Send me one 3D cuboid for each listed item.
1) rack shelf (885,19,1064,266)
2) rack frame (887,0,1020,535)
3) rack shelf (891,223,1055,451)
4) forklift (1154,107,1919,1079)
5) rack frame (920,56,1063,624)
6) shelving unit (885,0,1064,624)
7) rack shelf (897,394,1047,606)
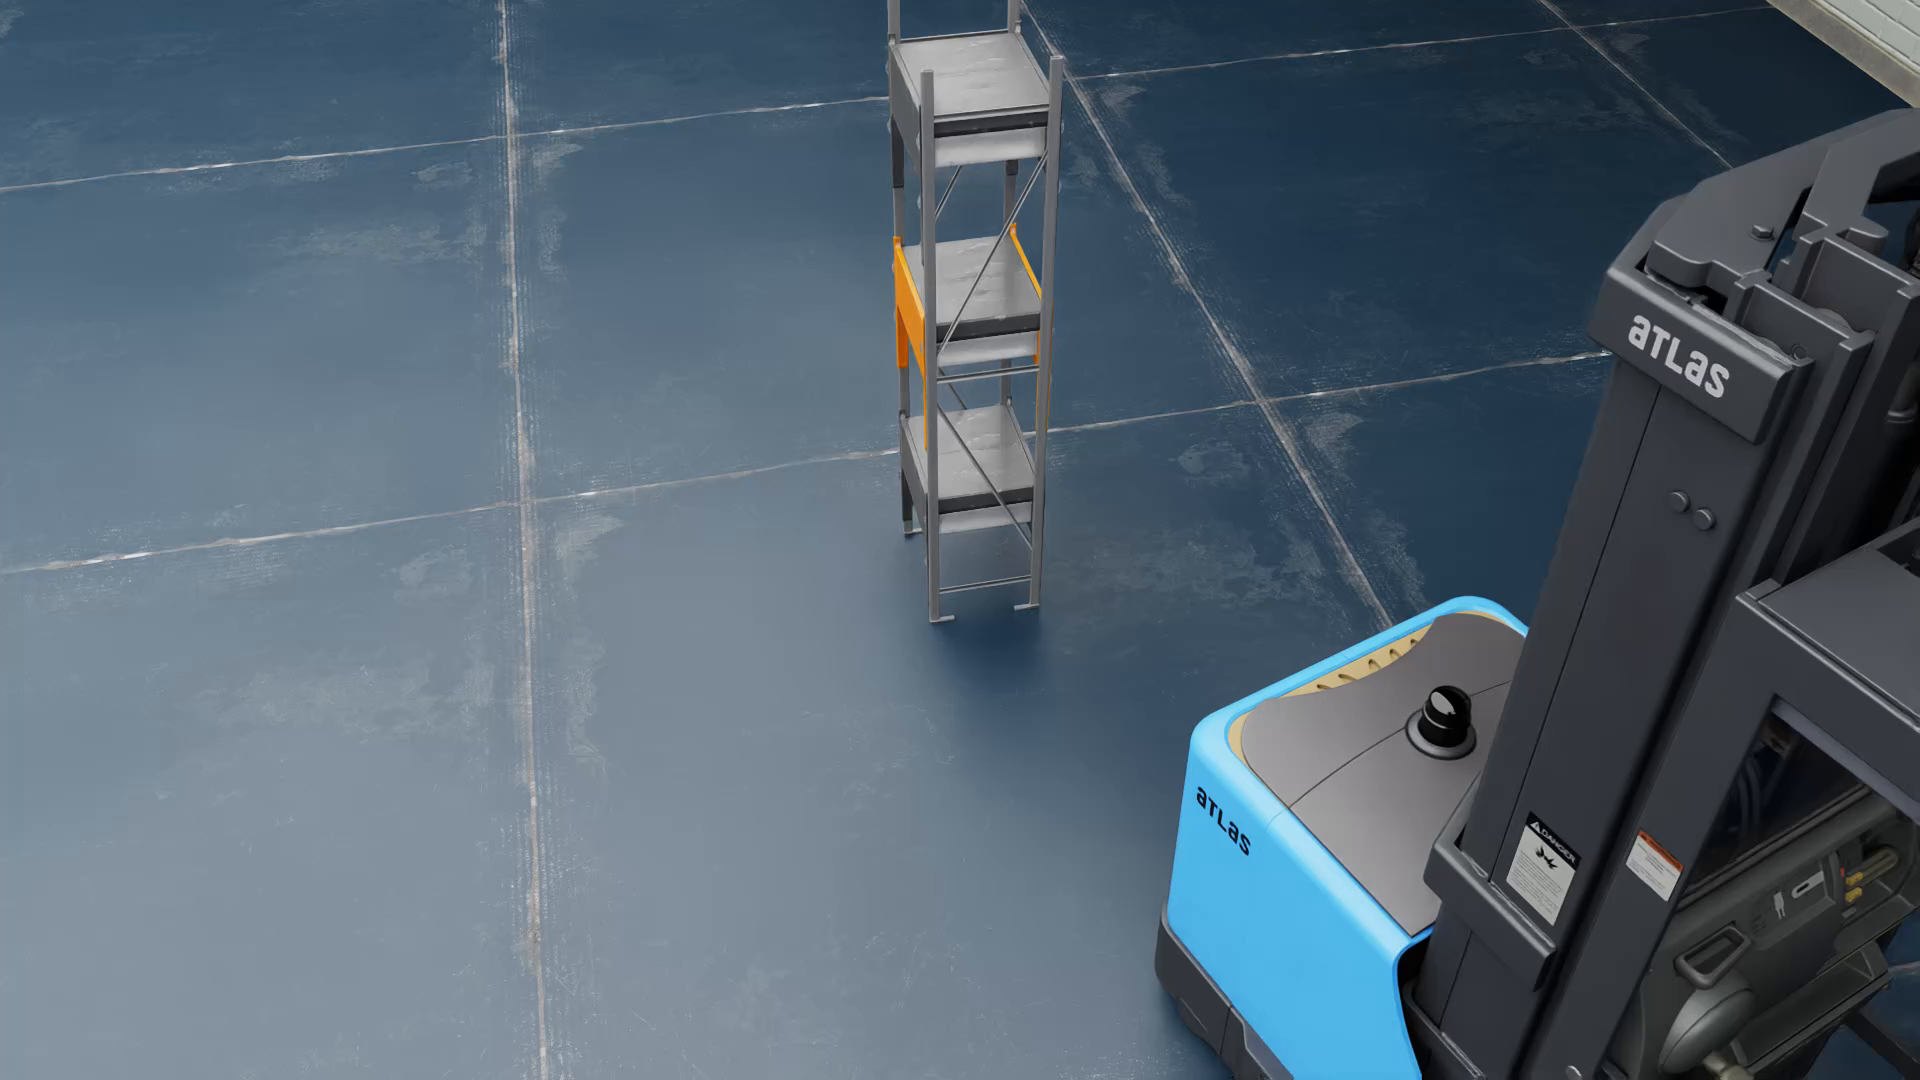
[{"bbox_3d":[0.036,-1.191,4.976,0.431,0.518,0.480,-8,42,-9],"label":"rack shelf"},{"bbox_3d":[-0.017,-0.836,5.610,0.400,2.100,0.015,-8,42,-9],"label":"rack frame"},{"bbox_3d":[0.036,-0.668,5.441,0.431,0.518,0.480,-8,42,-9],"label":"rack shelf"},{"bbox_3d":[1.745,0.839,3.097,1.130,2.935,3.031,-22,46,-23],"label":"forklift"},{"bbox_3d":[0.088,-0.520,5.254,0.400,2.100,0.015,-8,42,-9],"label":"rack frame"},{"bbox_3d":[0.036,-0.678,5.432,0.431,2.100,0.503,-8,42,-9],"label":"shelving unit"},{"bbox_3d":[0.036,-0.144,5.906,0.431,0.518,0.480,-8,42,-9],"label":"rack shelf"}]
